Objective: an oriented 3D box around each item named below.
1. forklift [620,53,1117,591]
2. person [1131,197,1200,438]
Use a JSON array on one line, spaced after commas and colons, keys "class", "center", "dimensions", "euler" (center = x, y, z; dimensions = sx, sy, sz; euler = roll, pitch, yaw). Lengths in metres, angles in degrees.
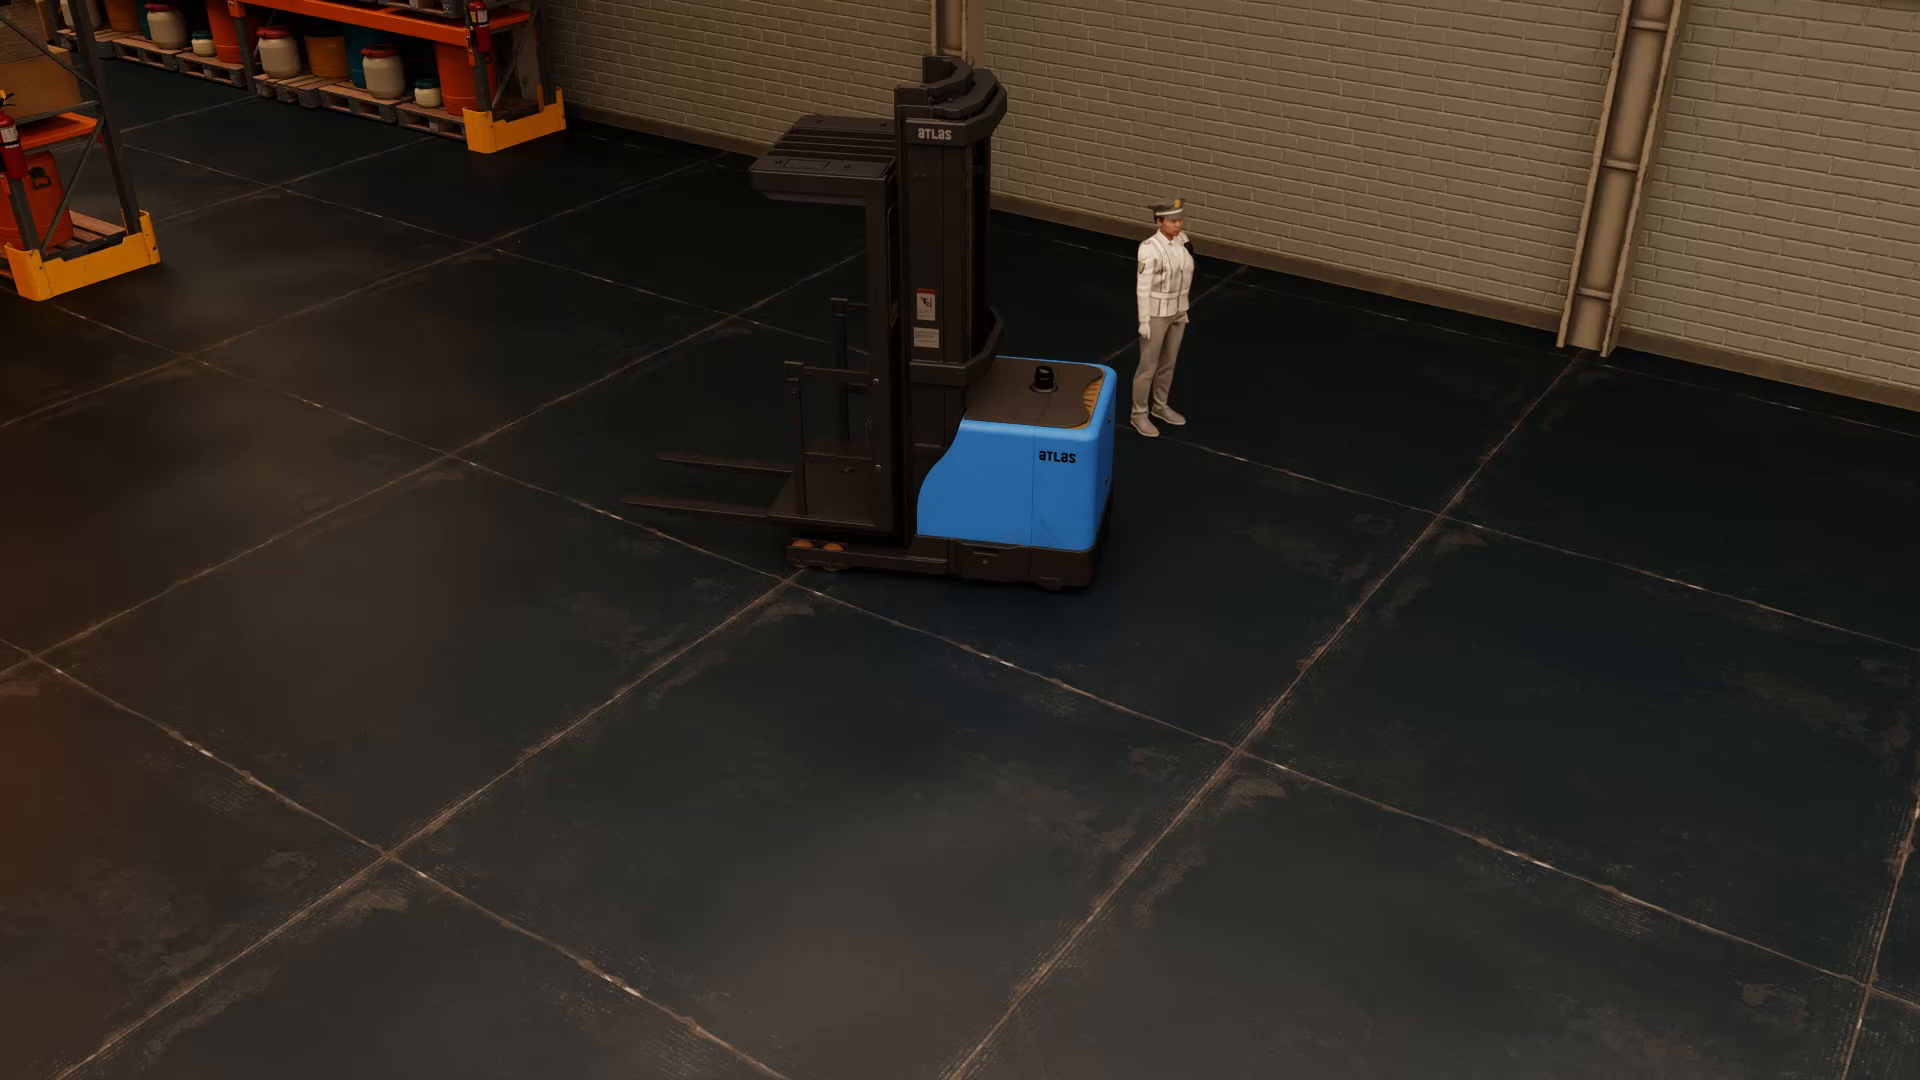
[{"class": "forklift", "center": [-0.596, -1.330, 9.871], "dimensions": [3.031, 2.935, 1.130], "euler": [6, 31, 10]}, {"class": "person", "center": [1.416, -1.565, 11.516], "dimensions": [0.464, 1.691, 0.337], "euler": [-24, 38, -35]}]
